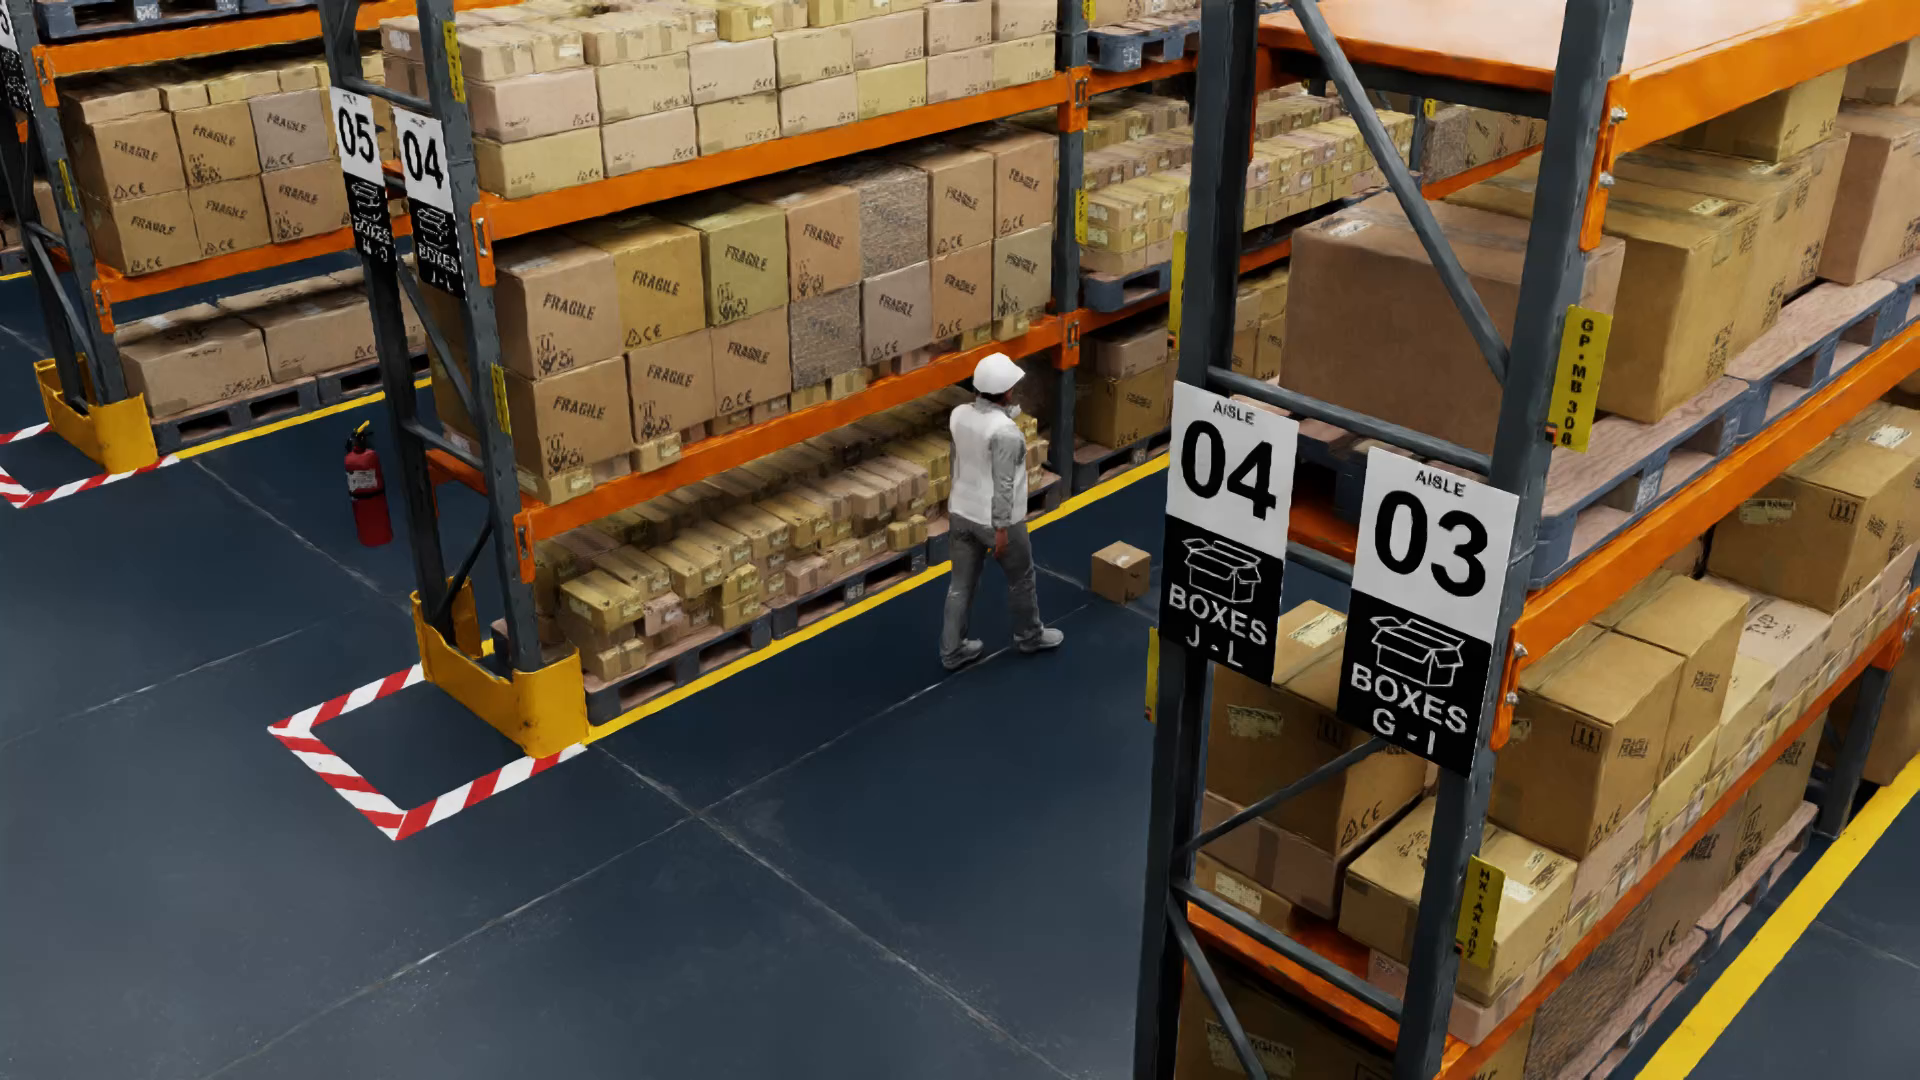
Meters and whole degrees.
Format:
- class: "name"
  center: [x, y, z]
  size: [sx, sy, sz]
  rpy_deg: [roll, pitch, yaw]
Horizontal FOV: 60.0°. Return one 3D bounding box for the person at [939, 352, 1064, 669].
- class: "person"
  center: [0.171, -0.179, 8.910]
  size: [0.537, 1.757, 0.727]
  rpy_deg: [24, 36, 37]
